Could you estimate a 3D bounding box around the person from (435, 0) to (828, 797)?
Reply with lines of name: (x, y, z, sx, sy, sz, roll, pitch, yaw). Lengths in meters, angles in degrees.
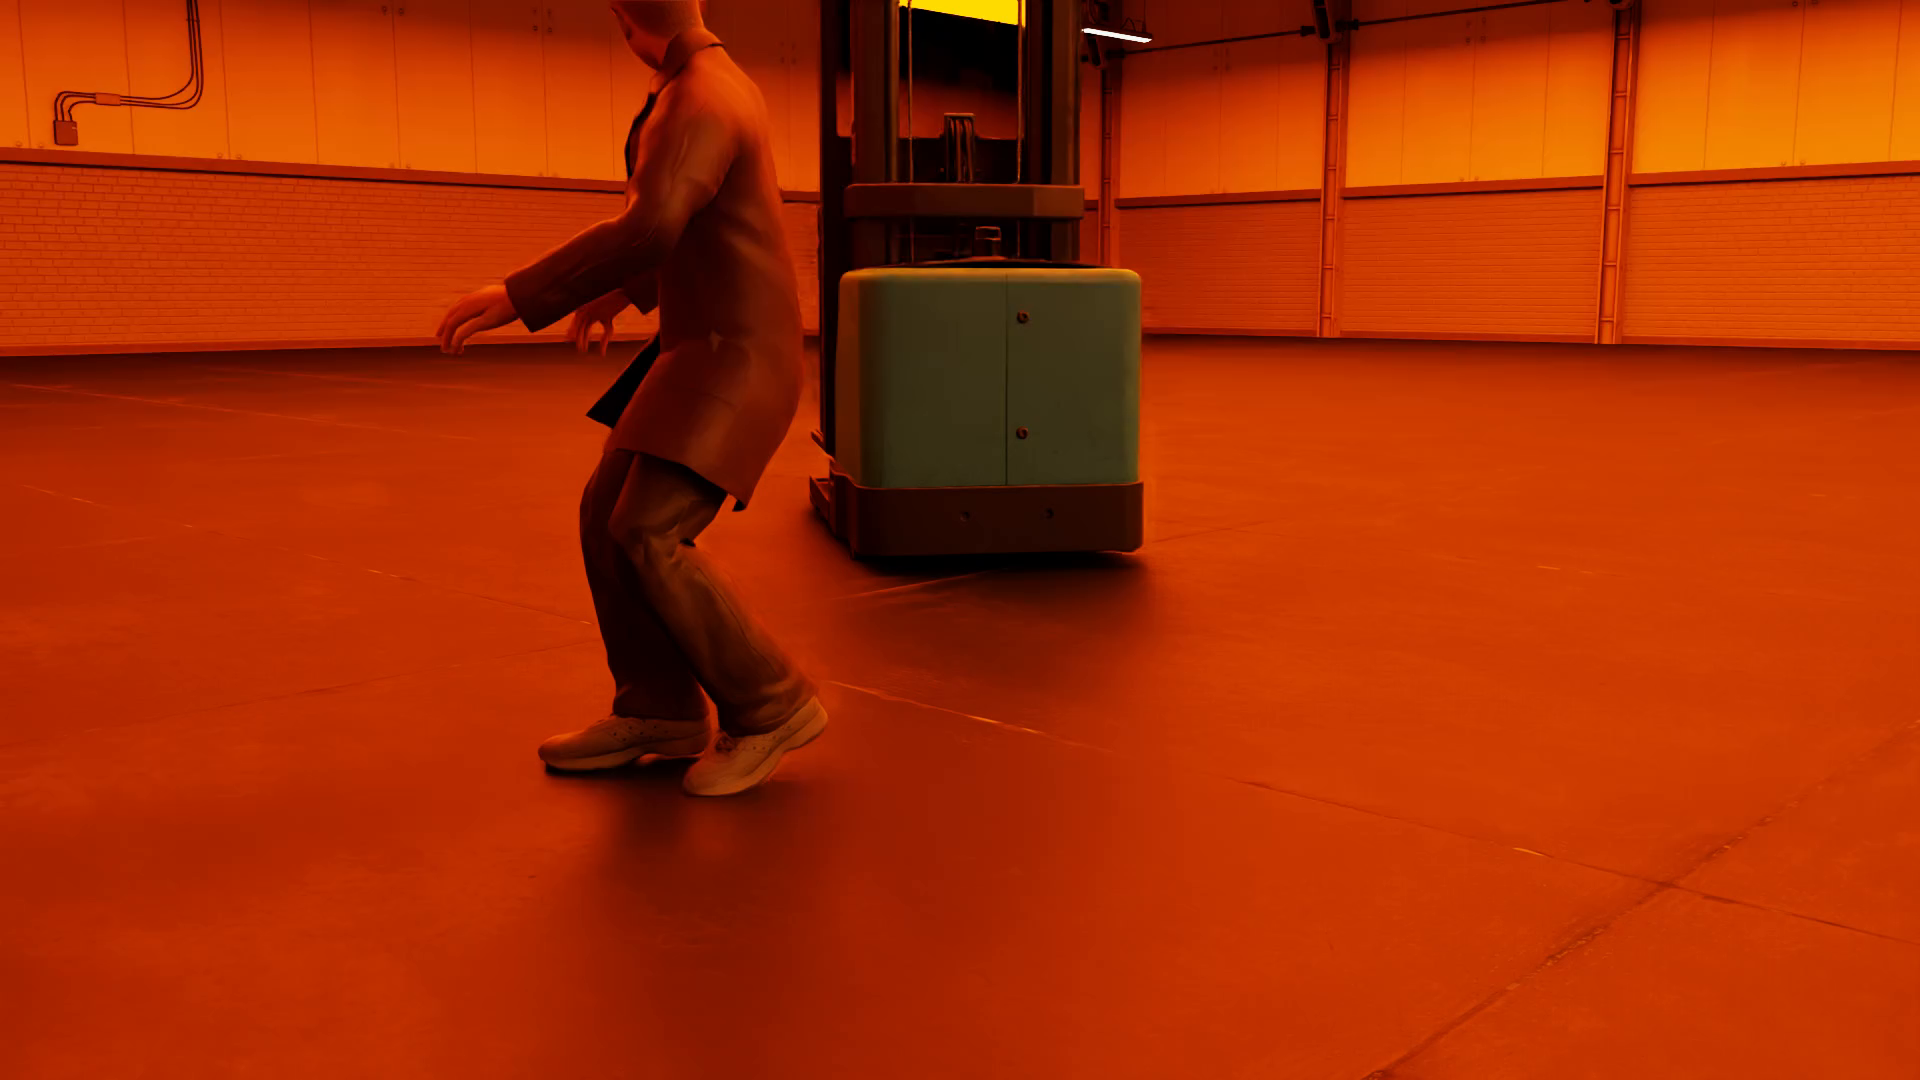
person: (-0.667, -0.345, 3.407, 0.756, 1.691, 0.862, -2, 9, -15)

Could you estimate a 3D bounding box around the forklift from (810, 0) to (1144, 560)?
forklift: (-0.081, -1.553, 7.190, 1.130, 2.935, 3.031, -1, 9, -9)
